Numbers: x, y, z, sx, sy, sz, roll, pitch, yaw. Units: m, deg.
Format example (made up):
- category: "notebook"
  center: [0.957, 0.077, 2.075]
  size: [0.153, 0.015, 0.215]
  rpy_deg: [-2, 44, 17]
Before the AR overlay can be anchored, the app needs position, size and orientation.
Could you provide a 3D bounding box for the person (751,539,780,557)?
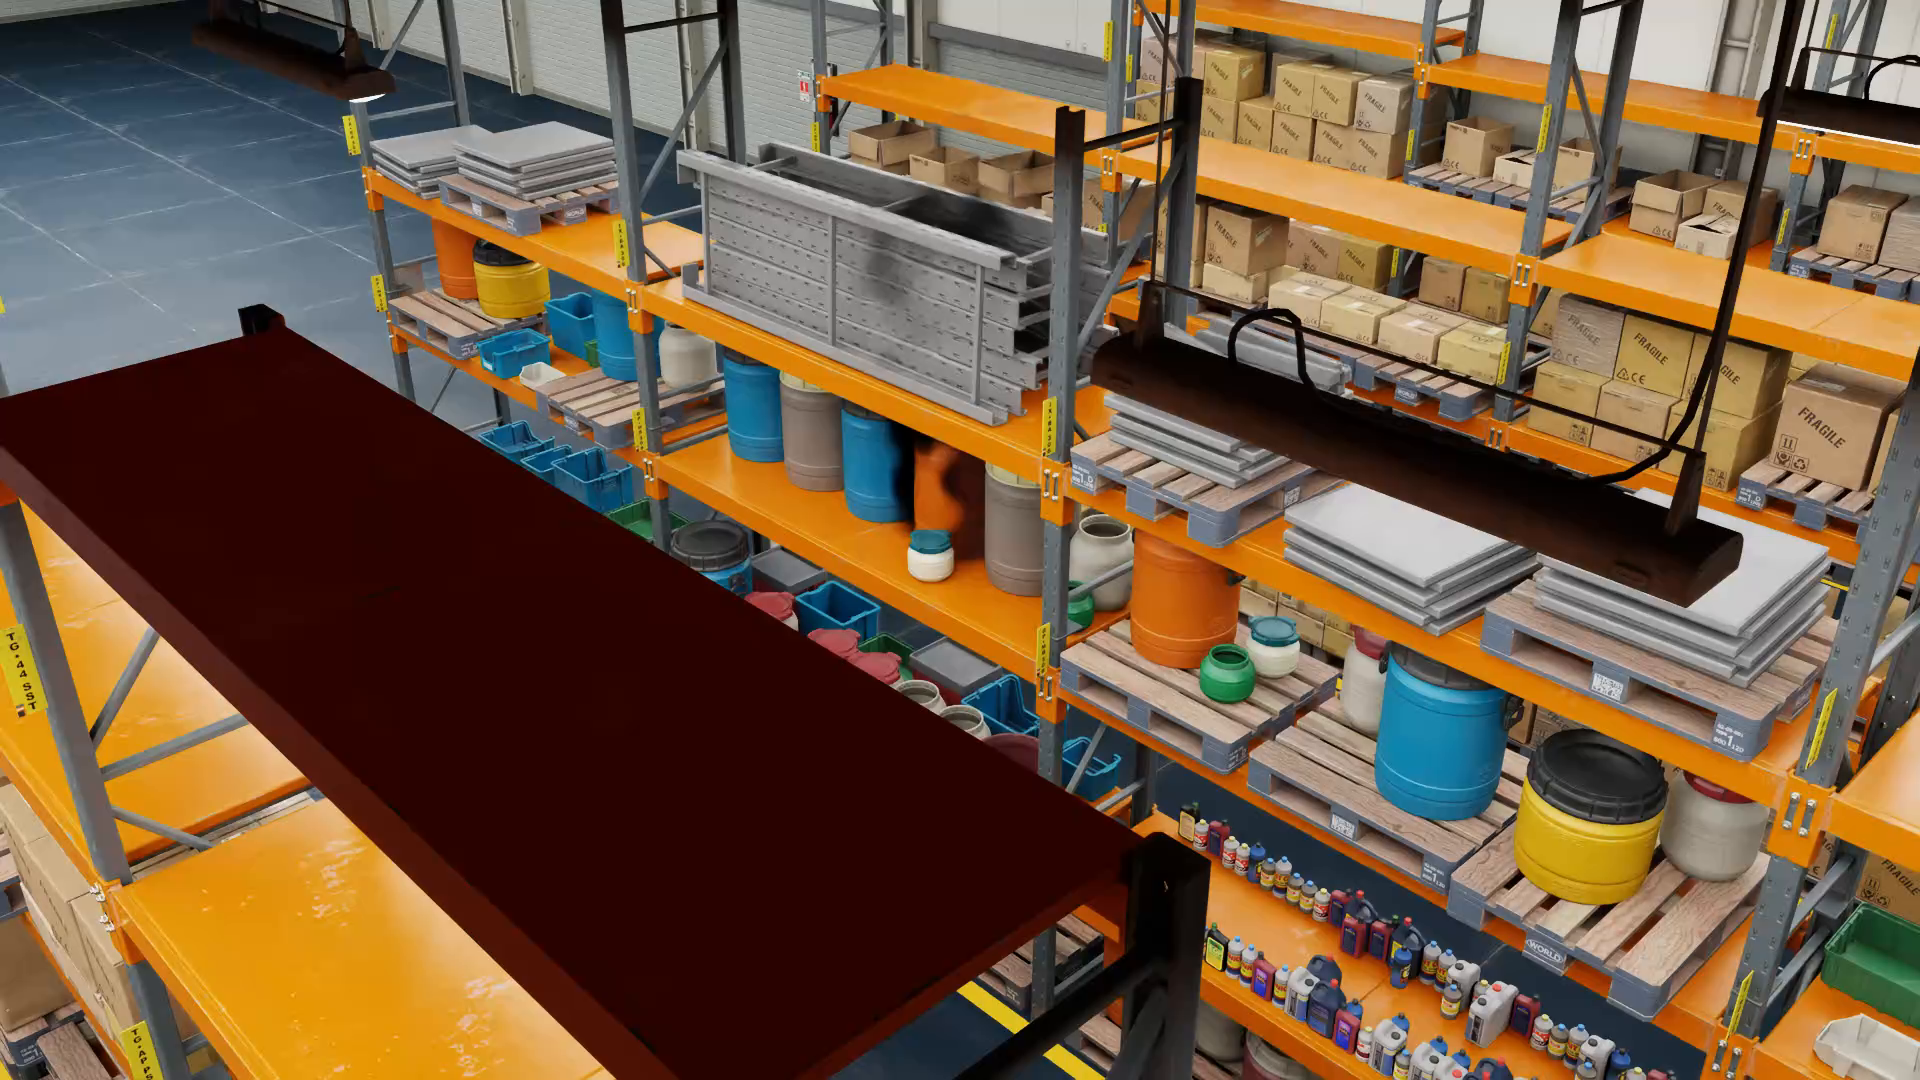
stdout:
- category: "person"
  center: [-1.624, -0.056, 15.127]
  size: [0.825, 1.735, 0.715]
  rpy_deg: [22, 35, 36]
